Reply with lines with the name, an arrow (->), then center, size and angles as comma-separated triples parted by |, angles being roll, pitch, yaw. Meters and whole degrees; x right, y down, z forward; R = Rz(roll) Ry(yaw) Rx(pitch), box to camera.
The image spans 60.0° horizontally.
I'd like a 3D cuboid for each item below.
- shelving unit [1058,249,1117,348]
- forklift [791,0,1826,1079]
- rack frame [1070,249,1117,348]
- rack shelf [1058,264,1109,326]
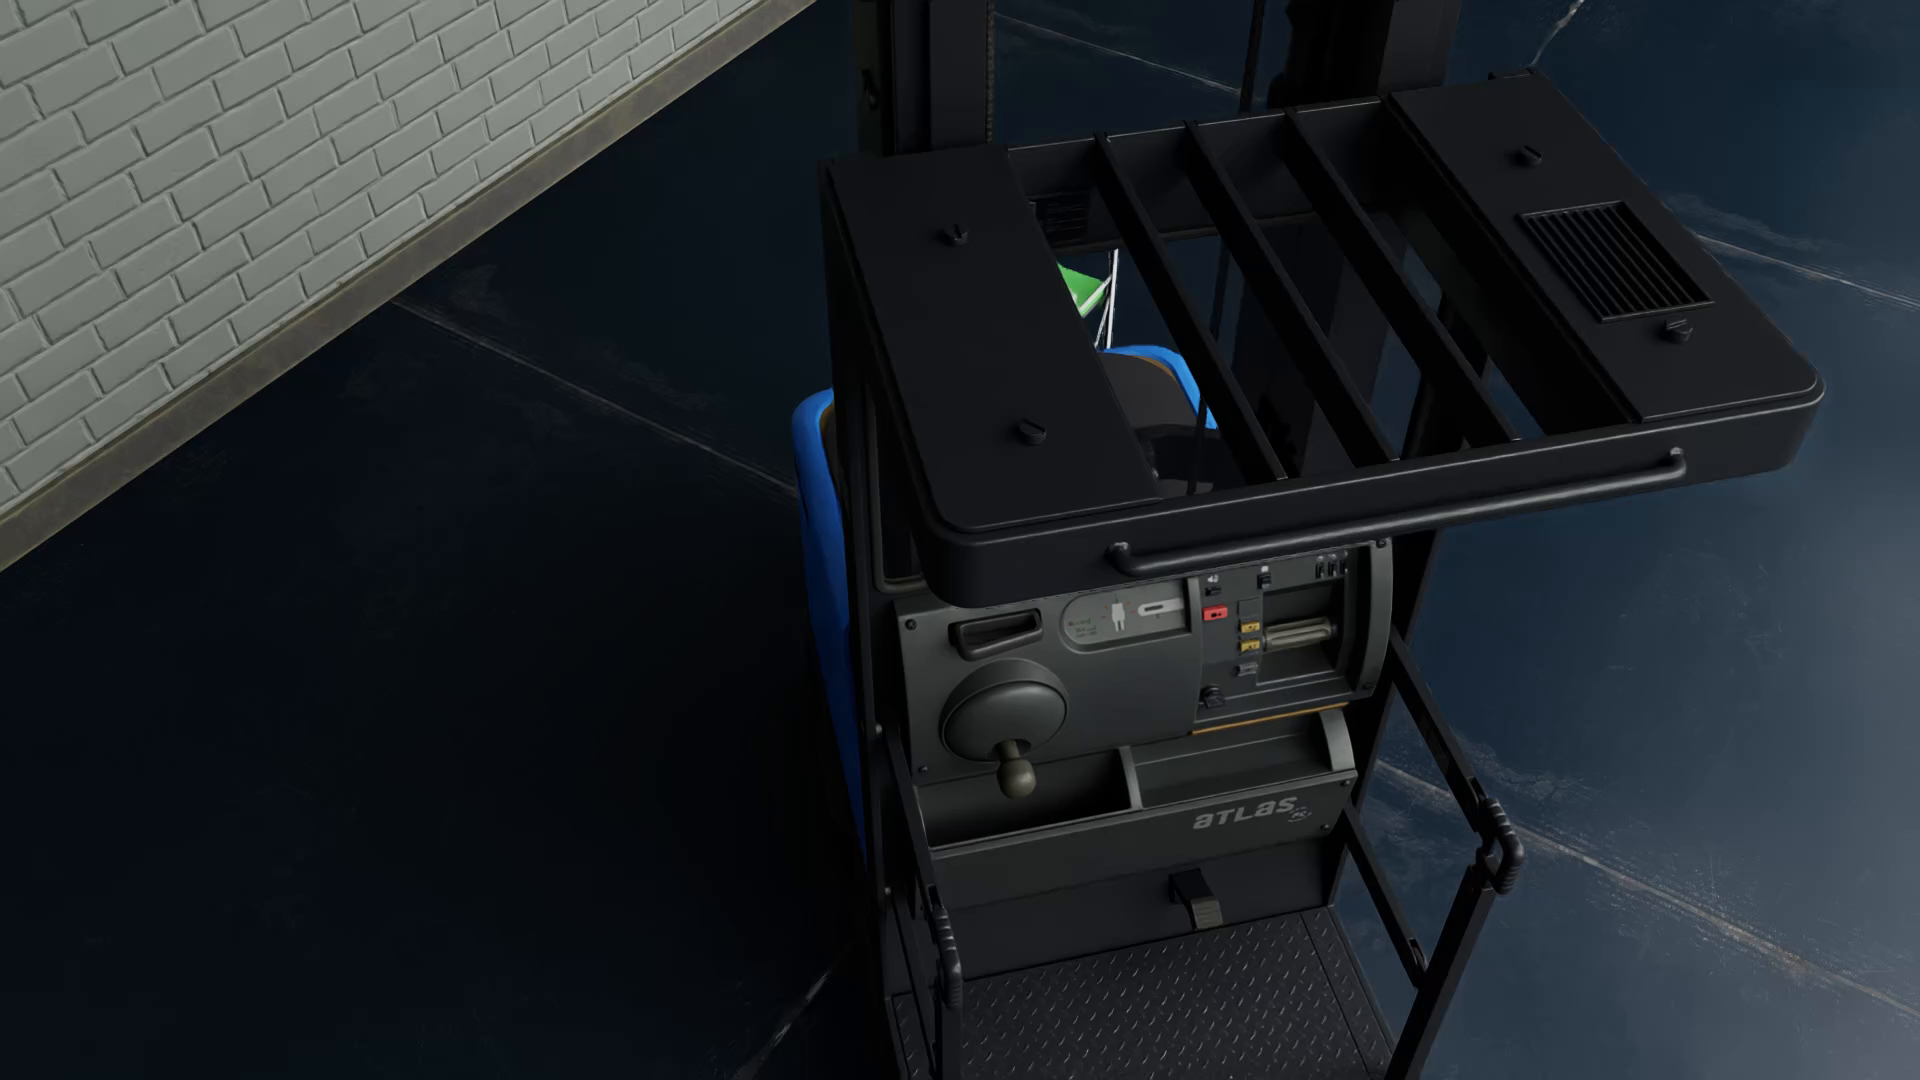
shelving unit -> 0.133, -0.364, 4.767 | 0.503, 1.200, 0.258 | 24, 51, 22
forklift -> 0.399, 0.315, 2.900 | 1.130, 2.935, 3.031 | -9, 47, -9
rack frame -> 0.340, -0.272, 4.677 | 0.015, 1.200, 0.240 | 24, 51, 22
rack shelf -> 0.133, -0.654, 4.468 | 0.480, 0.148, 0.258 | 24, 51, 22
